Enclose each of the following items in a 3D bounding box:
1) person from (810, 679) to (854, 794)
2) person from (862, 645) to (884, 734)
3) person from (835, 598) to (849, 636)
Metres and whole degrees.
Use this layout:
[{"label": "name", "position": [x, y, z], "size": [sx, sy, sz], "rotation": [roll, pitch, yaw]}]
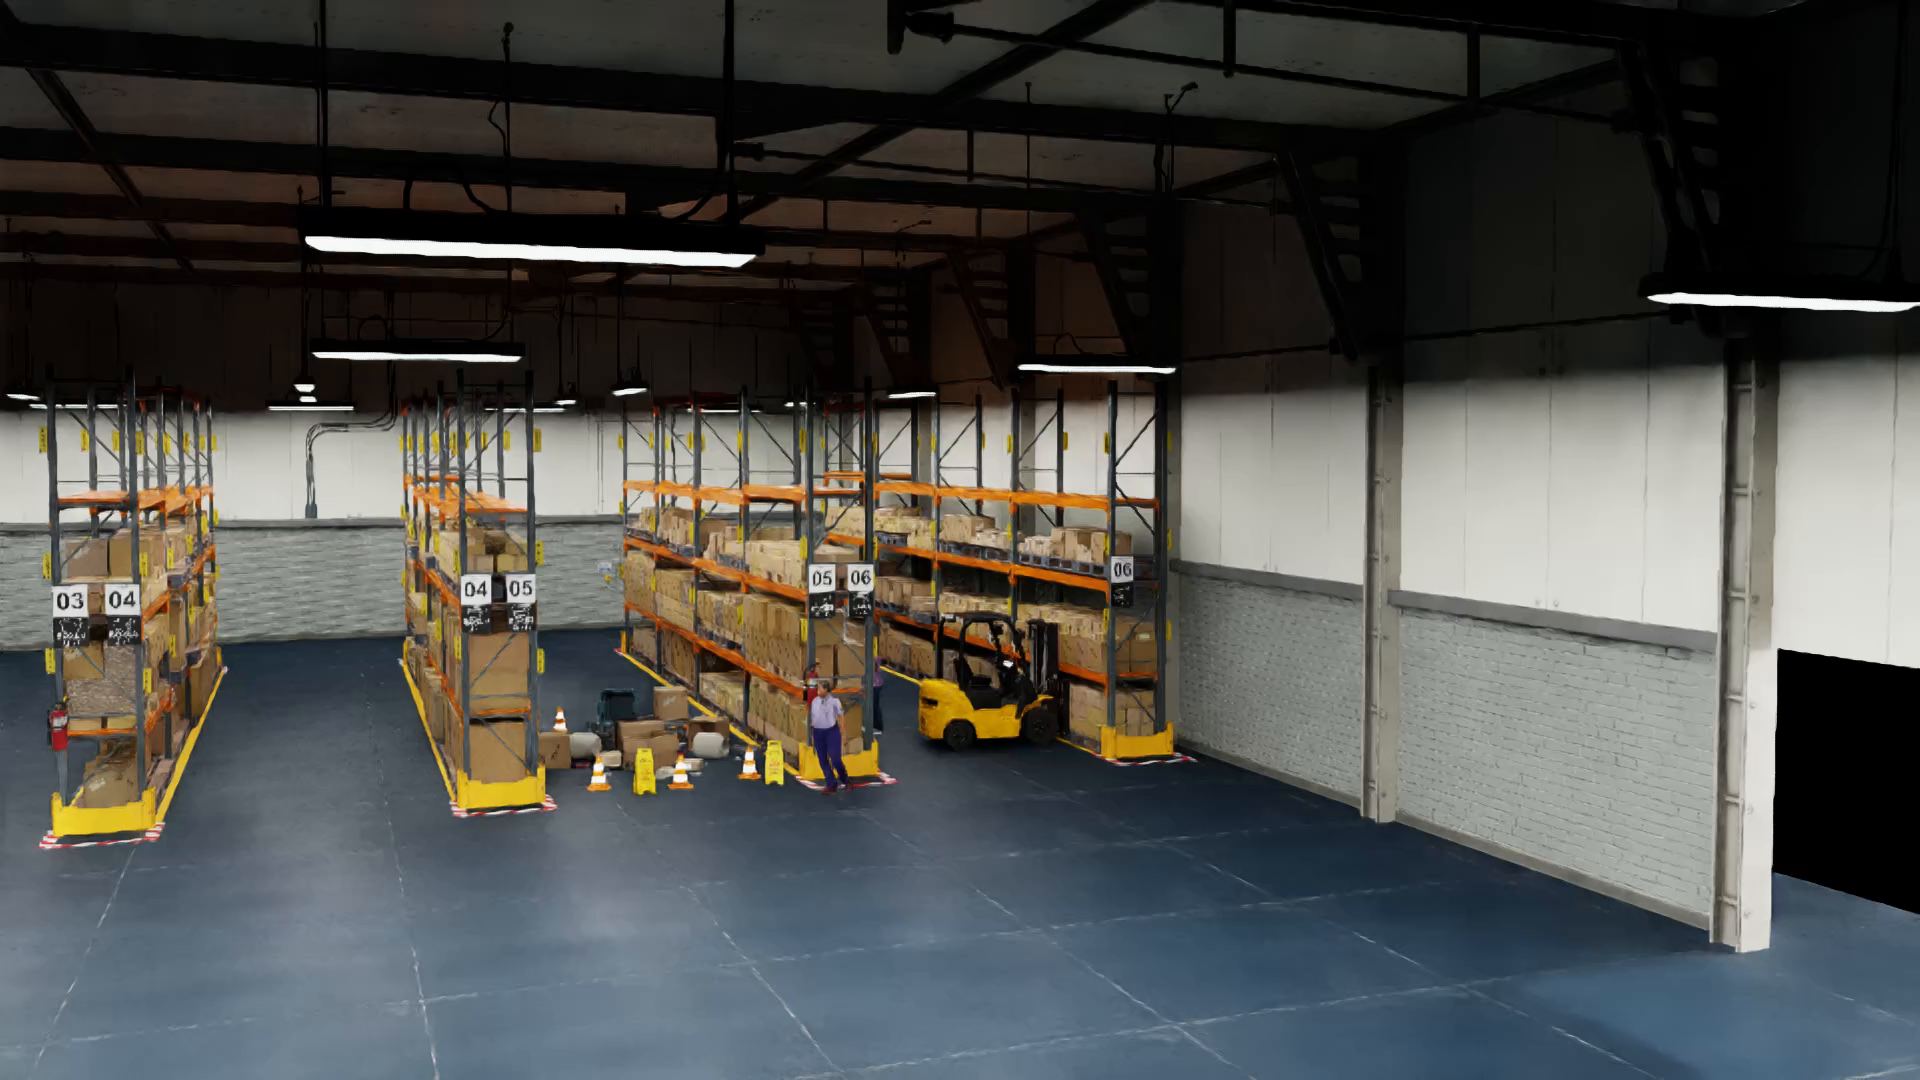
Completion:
[{"label": "person", "position": [-1.831, 2.805, 23.687], "size": [0.631, 1.622, 0.437], "rotation": [1, 4, 23]}, {"label": "person", "position": [-1.511, 2.523, 28.546], "size": [0.453, 1.599, 0.467], "rotation": [1, 3, 11]}, {"label": "person", "position": [-2.637, 2.056, 36.542], "size": [0.512, 1.594, 0.516], "rotation": [0, 3, -1]}]
